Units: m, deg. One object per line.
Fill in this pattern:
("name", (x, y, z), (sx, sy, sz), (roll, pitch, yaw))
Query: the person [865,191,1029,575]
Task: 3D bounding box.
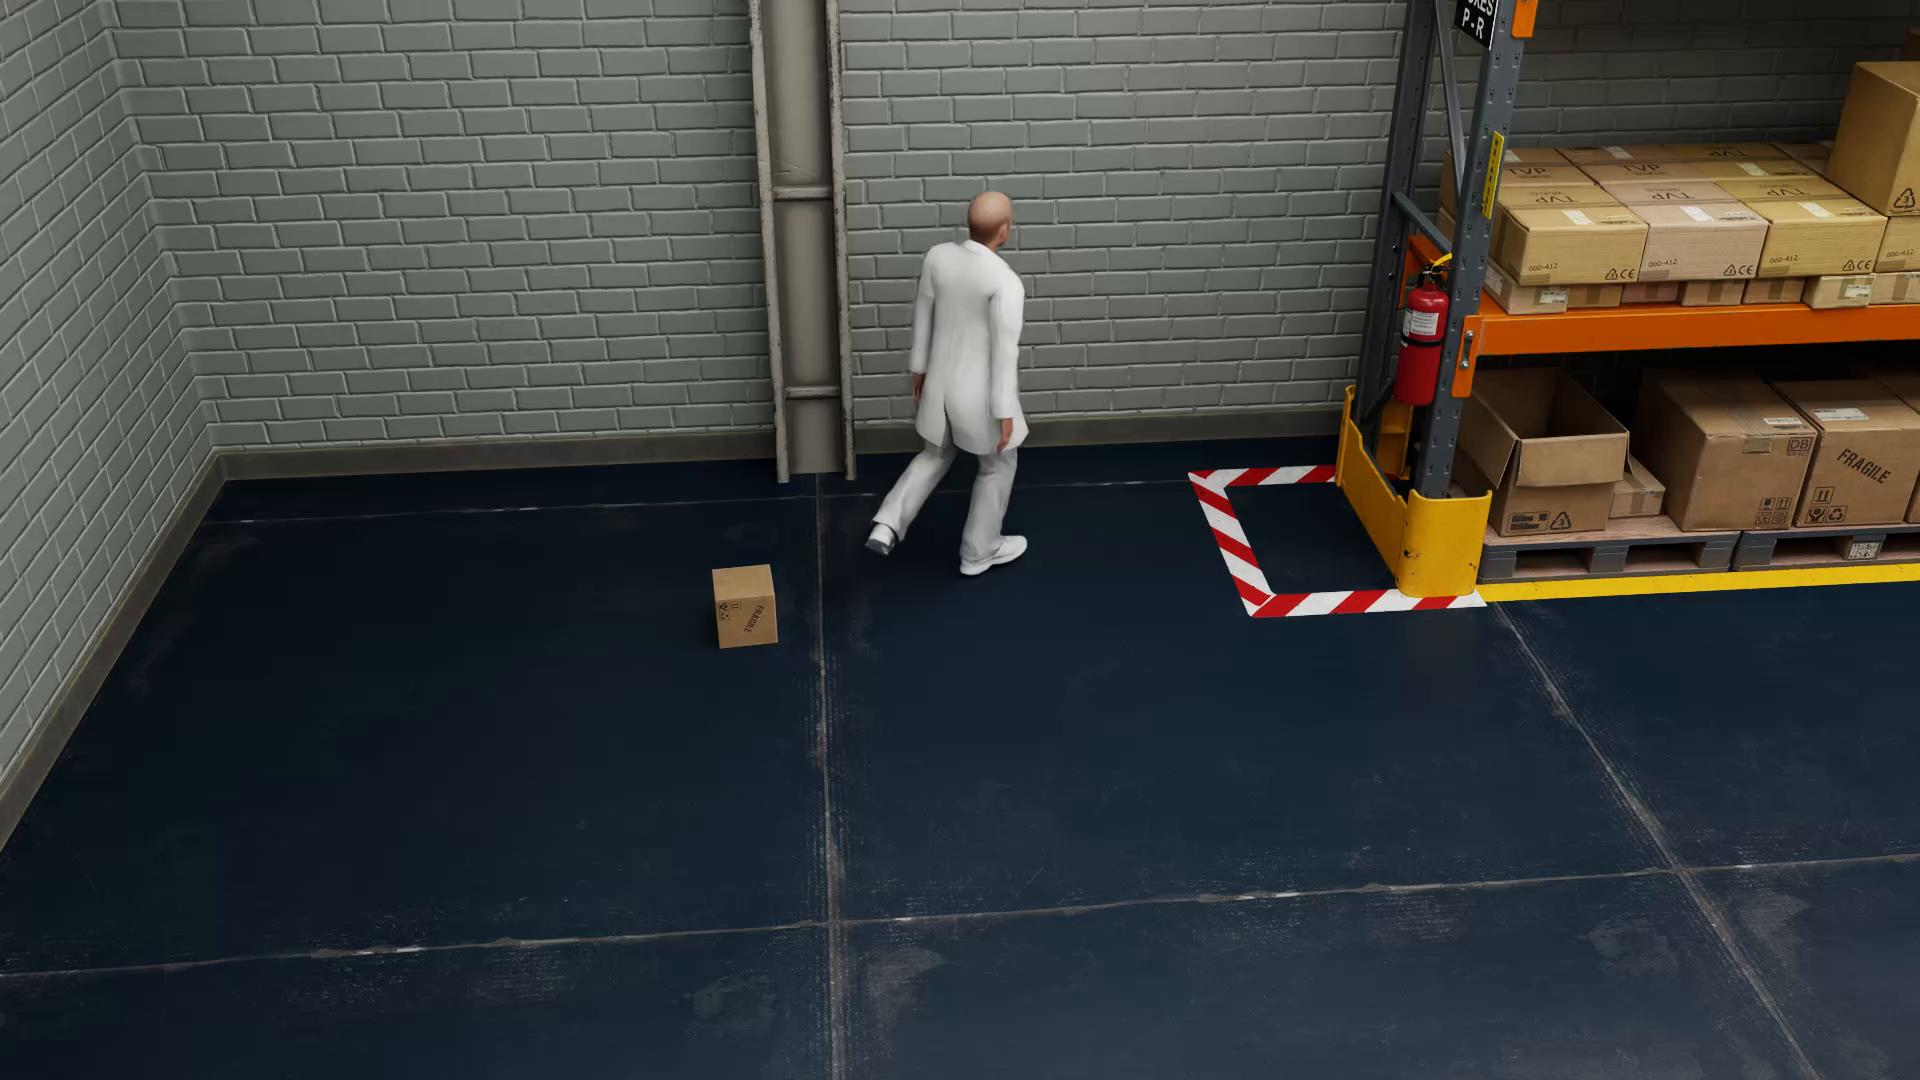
("person", (-0.052, -0.603, 7.167), (0.626, 1.732, 0.781), (27, 40, 37))
